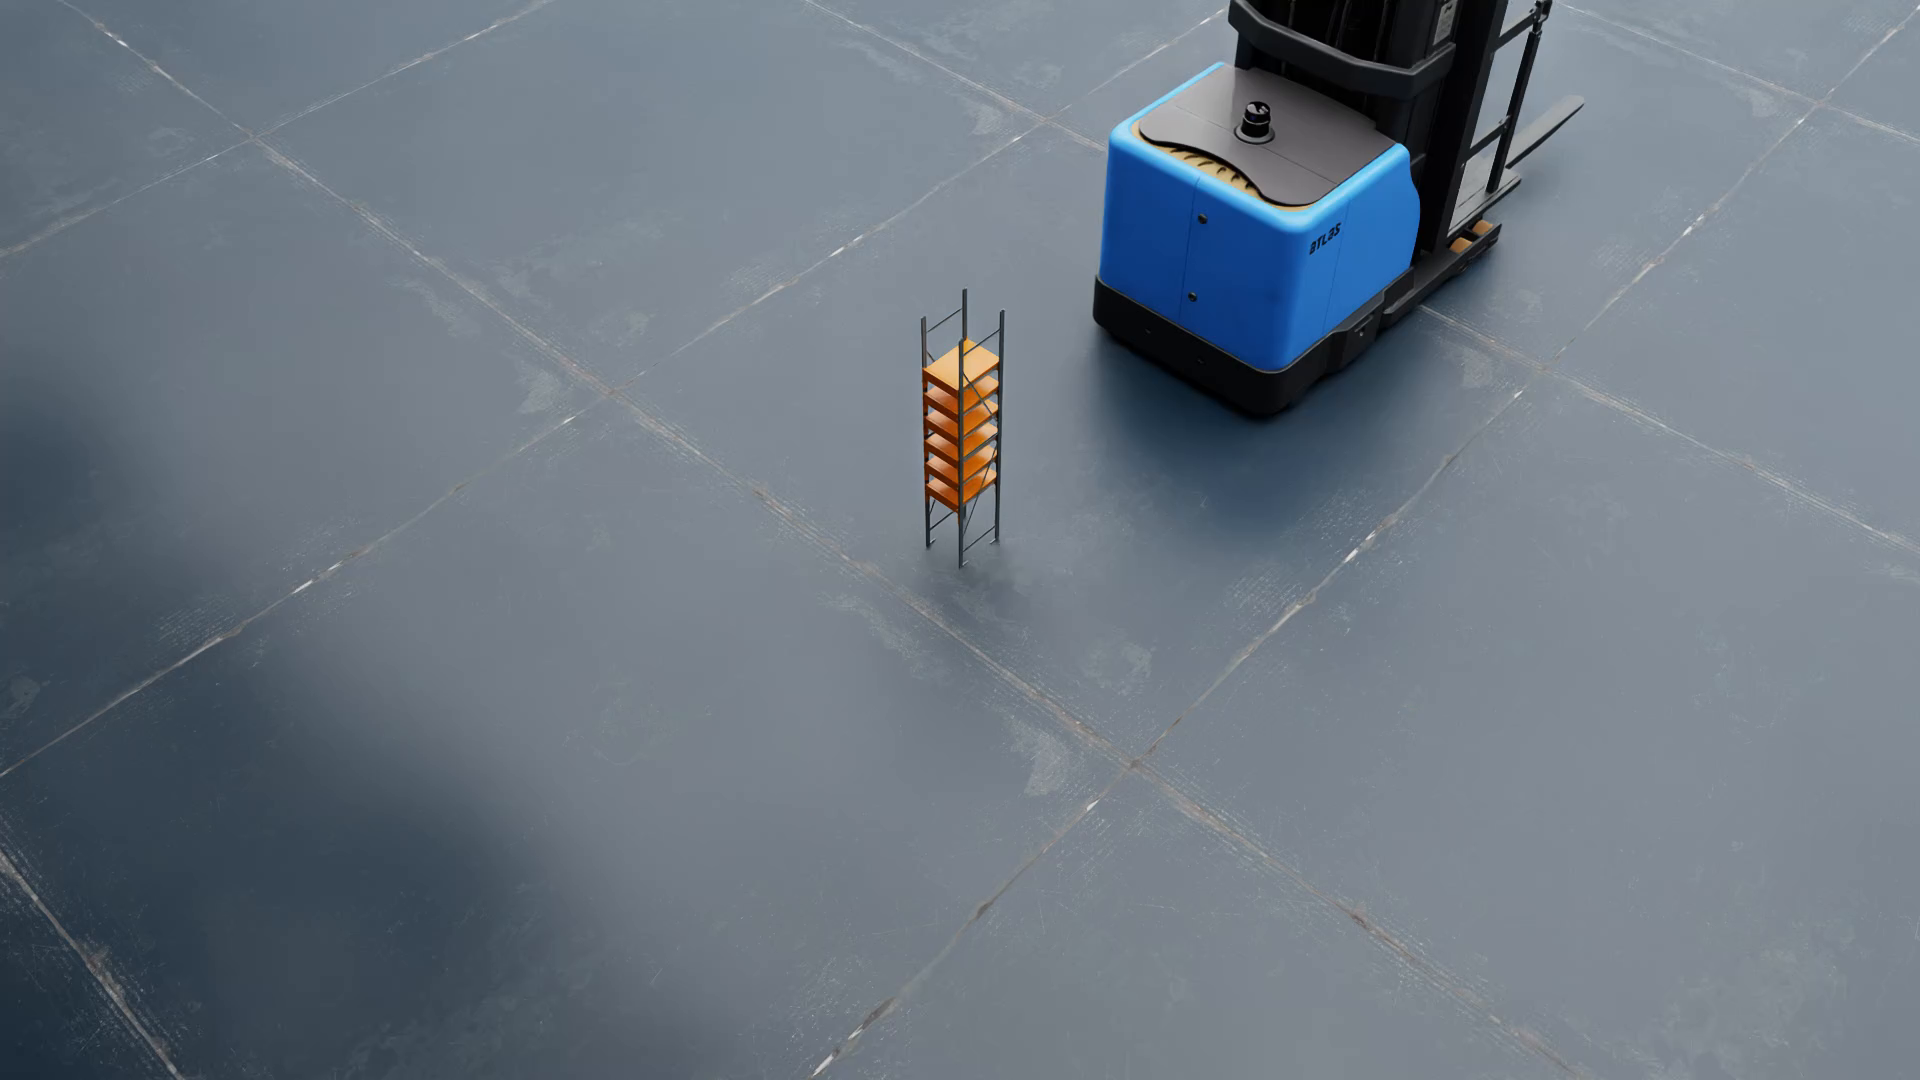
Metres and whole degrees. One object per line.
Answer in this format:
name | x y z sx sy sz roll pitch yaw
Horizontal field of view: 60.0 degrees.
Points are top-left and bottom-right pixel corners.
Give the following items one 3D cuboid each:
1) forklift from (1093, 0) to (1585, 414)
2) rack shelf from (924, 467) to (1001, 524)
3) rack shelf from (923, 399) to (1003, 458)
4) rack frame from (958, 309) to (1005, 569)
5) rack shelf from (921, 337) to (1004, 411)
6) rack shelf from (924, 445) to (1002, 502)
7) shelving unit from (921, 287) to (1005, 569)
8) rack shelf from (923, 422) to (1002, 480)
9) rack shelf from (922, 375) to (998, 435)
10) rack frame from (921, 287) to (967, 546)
forklift | 1.997 -2.534 7.227 1.130 2.935 3.031 35 56 28
rack shelf | 0.011 -0.209 6.622 0.180 0.103 0.258 34 55 28
rack shelf | 0.011 -0.455 6.359 0.180 0.103 0.258 34 55 28
rack frame | 0.078 -0.358 6.372 0.006 1.200 0.240 34 55 28
rack shelf | 0.011 -0.620 6.184 0.180 0.103 0.258 34 55 28
rack shelf | 0.011 -0.291 6.534 0.180 0.103 0.258 34 55 28
shelving unit | 0.011 -0.404 6.414 0.189 1.200 0.258 34 55 28
rack shelf | 0.011 -0.373 6.447 0.180 0.103 0.258 34 55 28
rack shelf | 0.011 -0.537 6.272 0.180 0.103 0.258 34 55 28
rack frame | -0.057 -0.449 6.457 0.006 1.200 0.240 34 55 28
